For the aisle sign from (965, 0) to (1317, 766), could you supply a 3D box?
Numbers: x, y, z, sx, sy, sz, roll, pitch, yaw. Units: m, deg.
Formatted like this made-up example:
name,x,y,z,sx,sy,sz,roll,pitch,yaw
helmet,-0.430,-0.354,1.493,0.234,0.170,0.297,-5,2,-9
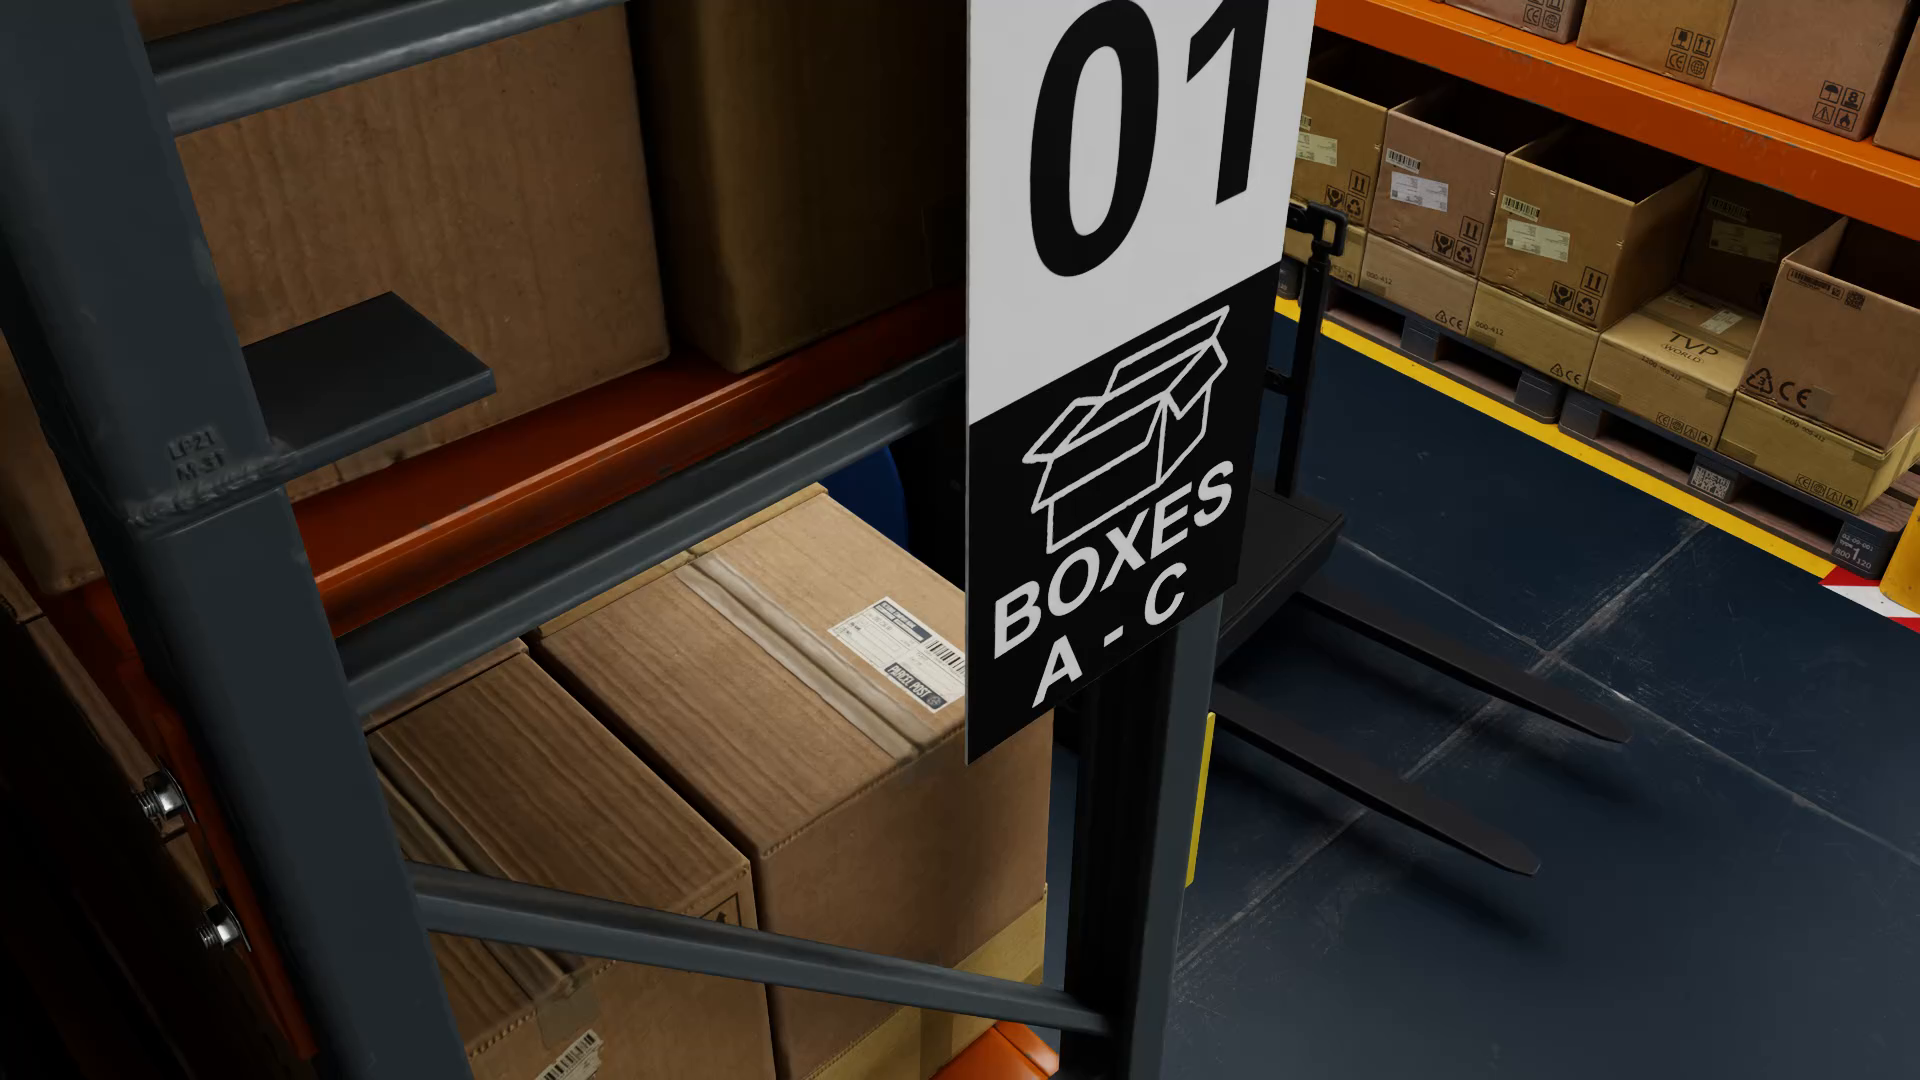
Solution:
name,x,y,z,sx,sy,sz,roll,pitch,yaw
aisle sign,0.151,-0.176,1.436,0.394,0.787,0.004,-30,48,-32

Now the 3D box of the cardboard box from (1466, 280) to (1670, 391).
name,x,y,z,sx,sy,sz,roll,pitch,yaw
cardboard box,2.261,-0.851,6.195,0.500,0.250,0.500,-30,48,-32

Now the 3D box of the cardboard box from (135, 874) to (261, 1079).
name,x,y,z,sx,sy,sz,roll,pitch,yaw
cardboard box,-0.936,0.610,2.636,0.500,0.250,0.500,-29,47,-31

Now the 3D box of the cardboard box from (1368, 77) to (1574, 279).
name,x,y,z,sx,sy,sz,roll,pitch,yaw
cardboard box,1.921,-1.373,6.245,0.500,0.500,0.500,-30,48,-32

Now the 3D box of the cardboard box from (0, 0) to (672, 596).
name,x,y,z,sx,sy,sz,roll,pitch,yaw
cardboard box,-0.588,-0.370,1.262,0.500,0.500,0.500,-26,46,-29

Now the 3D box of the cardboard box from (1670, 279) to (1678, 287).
name,x,y,z,sx,sy,sz,roll,pitch,yaw
cardboard box,2.650,-1.075,6.473,0.500,0.250,0.500,-30,48,-32

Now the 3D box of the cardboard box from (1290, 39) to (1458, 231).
name,x,y,z,sx,sy,sz,roll,pitch,yaw
cardboard box,1.582,-1.604,6.530,0.500,0.500,0.500,-30,48,-32

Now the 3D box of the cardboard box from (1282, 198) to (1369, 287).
name,x,y,z,sx,sy,sz,roll,pitch,yaw
cardboard box,1.581,-1.312,6.765,0.500,0.250,0.500,-30,48,-32

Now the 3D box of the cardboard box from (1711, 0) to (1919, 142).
name,x,y,z,sx,sy,sz,roll,pitch,yaw
cardboard box,2.862,-1.679,5.286,0.700,0.500,0.500,-29,47,-31

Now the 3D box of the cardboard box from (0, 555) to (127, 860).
name,x,y,z,sx,sy,sz,roll,pitch,yaw
cardboard box,-1.280,0.086,2.687,0.500,0.500,0.500,-31,48,-33

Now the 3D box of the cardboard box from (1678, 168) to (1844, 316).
name,x,y,z,sx,sy,sz,roll,pitch,yaw
cardboard box,2.989,-1.136,5.951,0.500,0.500,0.500,-30,48,-32

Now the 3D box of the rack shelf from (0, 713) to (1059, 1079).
name,x,y,z,sx,sy,sz,roll,pitch,yaw
rack shelf,-1.471,0.283,3.508,1.077,0.370,4.000,-30,48,-32

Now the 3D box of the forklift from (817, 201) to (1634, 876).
name,x,y,z,sx,sy,sz,roll,pitch,yaw
forklift,0.511,-0.875,4.425,3.031,2.935,1.130,27,46,30

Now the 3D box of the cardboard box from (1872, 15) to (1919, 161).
name,x,y,z,sx,sy,sz,roll,pitch,yaw
cardboard box,3.221,-1.438,4.988,0.700,0.500,0.500,-30,48,-32

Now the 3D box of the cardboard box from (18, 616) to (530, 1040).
name,x,y,z,sx,sy,sz,roll,pitch,yaw
cardboard box,-0.927,0.323,2.393,0.500,0.500,0.500,-29,47,-31

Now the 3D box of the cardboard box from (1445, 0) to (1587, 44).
name,x,y,z,sx,sy,sz,roll,pitch,yaw
cardboard box,2.172,-2.153,5.873,0.700,0.500,0.500,-28,47,-31

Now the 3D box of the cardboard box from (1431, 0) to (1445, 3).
name,x,y,z,sx,sy,sz,roll,pitch,yaw
cardboard box,1.825,-2.390,6.166,0.700,0.500,0.500,-29,47,-31

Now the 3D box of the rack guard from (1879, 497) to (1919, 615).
name,x,y,z,sx,sy,sz,roll,pitch,yaw
rack guard,3.544,-0.194,5.517,1.175,0.500,0.348,-30,48,-32

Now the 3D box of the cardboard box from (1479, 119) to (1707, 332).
name,x,y,z,sx,sy,sz,roll,pitch,yaw
cardboard box,2.258,-1.141,5.957,0.500,0.500,0.500,-30,48,-32

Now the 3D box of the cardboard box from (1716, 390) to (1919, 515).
name,x,y,z,sx,sy,sz,roll,pitch,yaw
cardboard box,2.947,-0.394,5.629,0.500,0.250,0.500,-30,48,-32

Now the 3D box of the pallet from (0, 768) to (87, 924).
name,x,y,z,sx,sy,sz,roll,pitch,yaw
pallet,-2.344,0.459,4.938,1.003,0.211,1.213,-30,48,-32

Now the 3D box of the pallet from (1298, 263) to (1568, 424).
name,x,y,z,sx,sy,sz,roll,pitch,yaw
pallet,2.159,-0.993,6.736,1.003,0.211,1.213,-30,48,-32

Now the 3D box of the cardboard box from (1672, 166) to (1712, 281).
name,x,y,z,sx,sy,sz,roll,pitch,yaw
cardboard box,2.641,-1.362,6.231,0.500,0.500,0.500,-30,48,-32

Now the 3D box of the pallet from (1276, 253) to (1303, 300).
name,x,y,z,sx,sy,sz,roll,pitch,yaw
pallet,1.329,-1.558,7.435,1.003,0.211,1.213,-30,48,-32

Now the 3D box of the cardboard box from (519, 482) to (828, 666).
name,x,y,z,sx,sy,sz,roll,pitch,yaw
cardboard box,-0.547,0.106,2.662,0.500,0.500,0.500,-30,48,-32

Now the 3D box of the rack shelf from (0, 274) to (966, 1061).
name,x,y,z,sx,sy,sz,roll,pitch,yaw
rack shelf,-1.471,-0.884,2.566,1.077,0.370,4.000,-30,48,-32

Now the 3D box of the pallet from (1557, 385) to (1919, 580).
name,x,y,z,sx,sy,sz,roll,pitch,yaw
pallet,2.979,-0.429,6.037,1.003,0.211,1.213,-30,48,-32

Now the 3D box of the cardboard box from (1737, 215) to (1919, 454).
name,x,y,z,sx,sy,sz,roll,pitch,yaw
cardboard box,2.946,-0.685,5.392,0.500,0.500,0.500,-30,48,-32

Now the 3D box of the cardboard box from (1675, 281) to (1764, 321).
name,x,y,z,sx,sy,sz,roll,pitch,yaw
cardboard box,2.988,-0.844,6.186,0.500,0.250,0.500,-30,48,-32

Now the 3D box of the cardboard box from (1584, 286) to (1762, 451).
name,x,y,z,sx,sy,sz,roll,pitch,yaw
cardboard box,2.600,-0.620,5.909,0.500,0.250,0.500,-30,48,-32

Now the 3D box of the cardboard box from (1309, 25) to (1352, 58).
name,x,y,z,sx,sy,sz,roll,pitch,yaw
cardboard box,1.249,-1.839,6.821,0.500,0.500,0.500,-30,48,-32

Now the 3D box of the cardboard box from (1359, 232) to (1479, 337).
name,x,y,z,sx,sy,sz,roll,pitch,yaw
cardboard box,1.924,-1.083,6.482,0.500,0.250,0.500,-30,48,-32

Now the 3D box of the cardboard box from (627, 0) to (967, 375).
name,x,y,z,sx,sy,sz,roll,pitch,yaw
cardboard box,-0.161,-0.545,1.479,0.500,0.500,0.500,-29,47,-31

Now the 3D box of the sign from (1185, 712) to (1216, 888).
name,x,y,z,sx,sy,sz,roll,pitch,yaw
sign,0.281,0.362,2.150,0.100,0.325,0.005,-30,48,-32

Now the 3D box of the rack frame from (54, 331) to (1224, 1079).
name,x,y,z,sx,sy,sz,roll,pitch,yaw
rack frame,-0.119,0.929,2.136,1.000,3.000,0.127,-30,48,-32

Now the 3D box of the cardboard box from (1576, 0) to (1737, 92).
name,x,y,z,sx,sy,sz,roll,pitch,yaw
cardboard box,2.531,-1.911,5.574,0.700,0.500,0.500,-30,47,-31

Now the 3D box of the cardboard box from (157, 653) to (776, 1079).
name,x,y,z,sx,sy,sz,roll,pitch,yaw
cardboard box,-0.594,0.560,2.100,0.500,0.500,0.500,-31,48,-32

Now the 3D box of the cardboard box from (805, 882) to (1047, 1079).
name,x,y,z,sx,sy,sz,roll,pitch,yaw
cardboard box,-0.215,0.619,2.624,0.500,0.250,0.500,-31,48,-33

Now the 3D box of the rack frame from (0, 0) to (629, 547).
name,x,y,z,sx,sy,sz,roll,pitch,yaw
rack frame,-0.119,-1.405,0.251,1.000,3.000,0.127,-30,48,-32

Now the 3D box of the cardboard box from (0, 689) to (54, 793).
name,x,y,z,sx,sy,sz,roll,pitch,yaw
cardboard box,-1.624,0.147,3.209,0.500,0.250,0.500,-29,47,-31

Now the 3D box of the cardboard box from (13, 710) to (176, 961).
name,x,y,z,sx,sy,sz,roll,pitch,yaw
cardboard box,-1.280,0.379,2.921,0.500,0.250,0.500,-30,48,-32

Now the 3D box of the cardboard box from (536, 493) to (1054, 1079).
name,x,y,z,sx,sy,sz,roll,pitch,yaw
cardboard box,-0.220,0.339,2.373,0.500,0.500,0.500,-30,48,-32

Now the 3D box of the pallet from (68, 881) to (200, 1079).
name,x,y,z,sx,sy,sz,roll,pitch,yaw
pallet,-1.515,1.023,4.239,1.003,0.211,1.213,-30,48,-32
